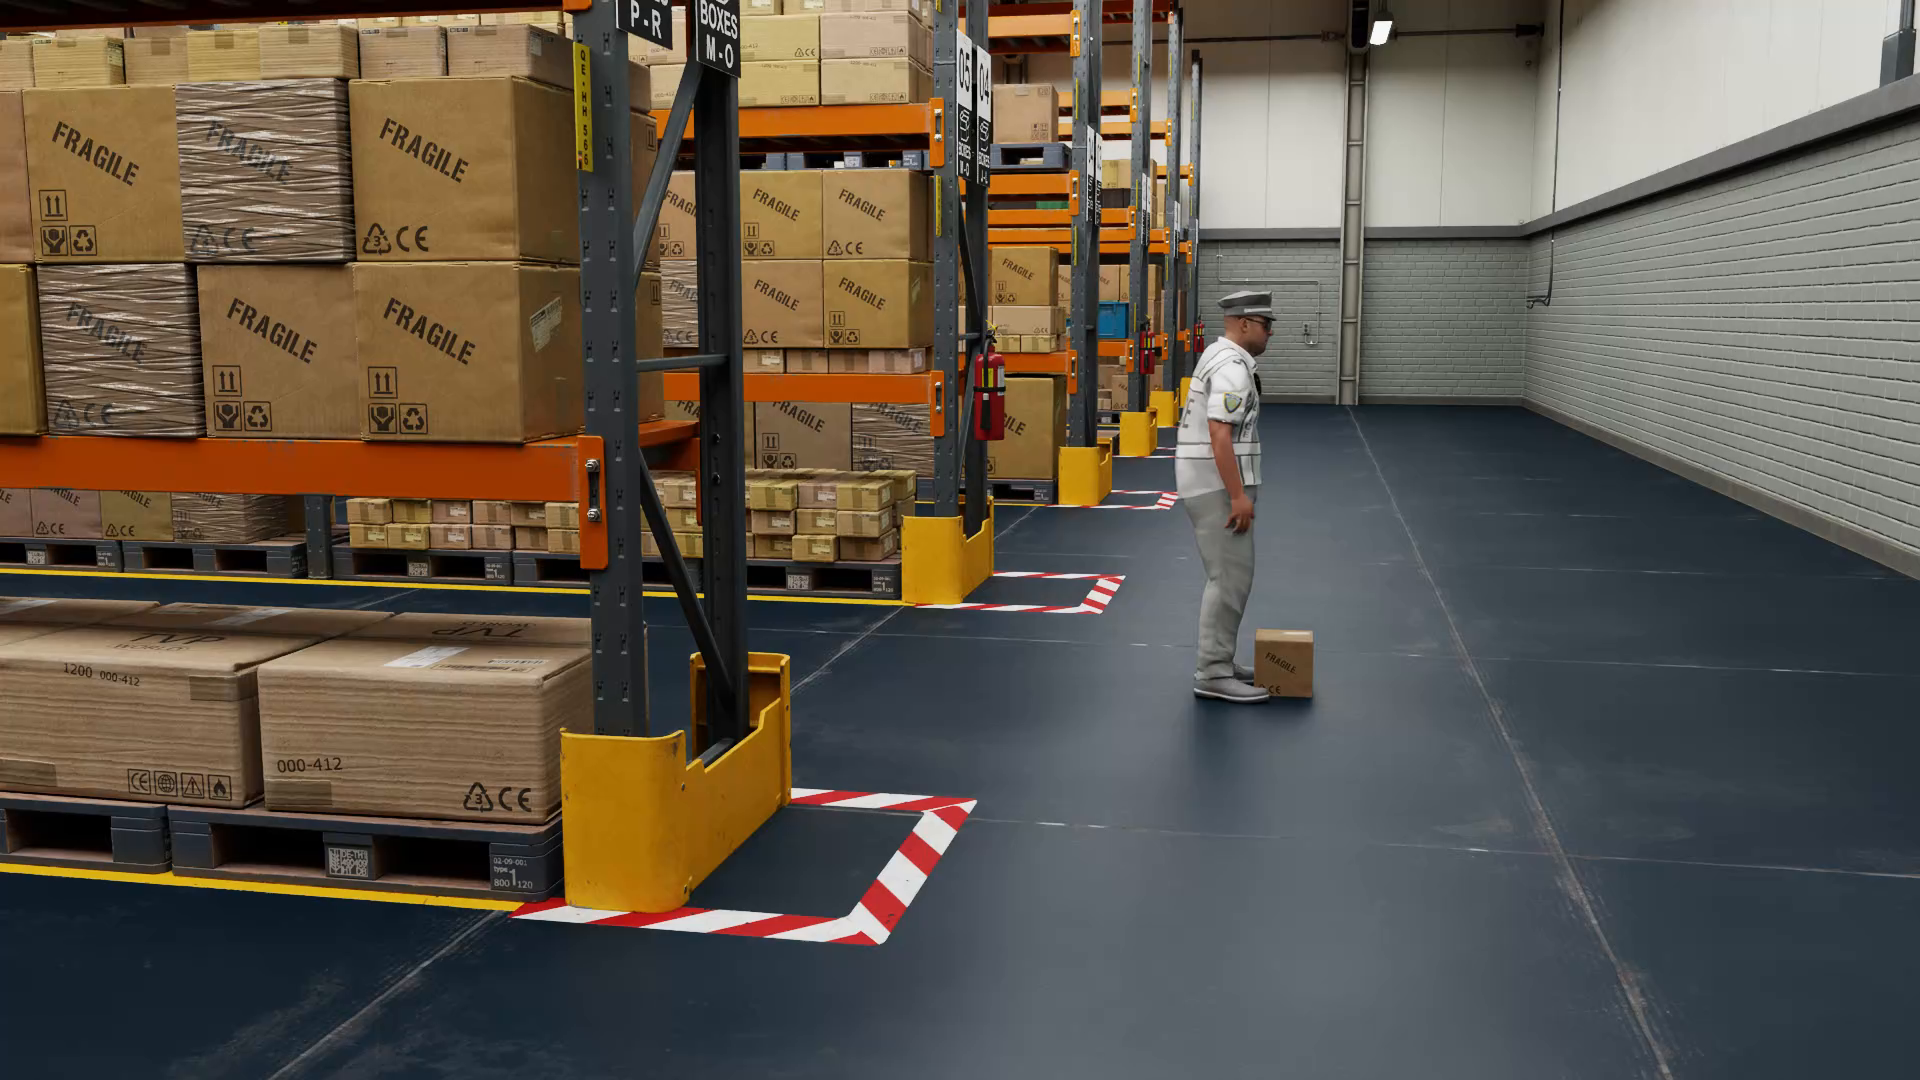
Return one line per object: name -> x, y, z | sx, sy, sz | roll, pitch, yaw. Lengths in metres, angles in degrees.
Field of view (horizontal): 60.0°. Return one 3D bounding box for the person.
person -> 1.157, -0.209, 7.283 | 0.428, 1.751, 0.605 | 1, 8, 8
